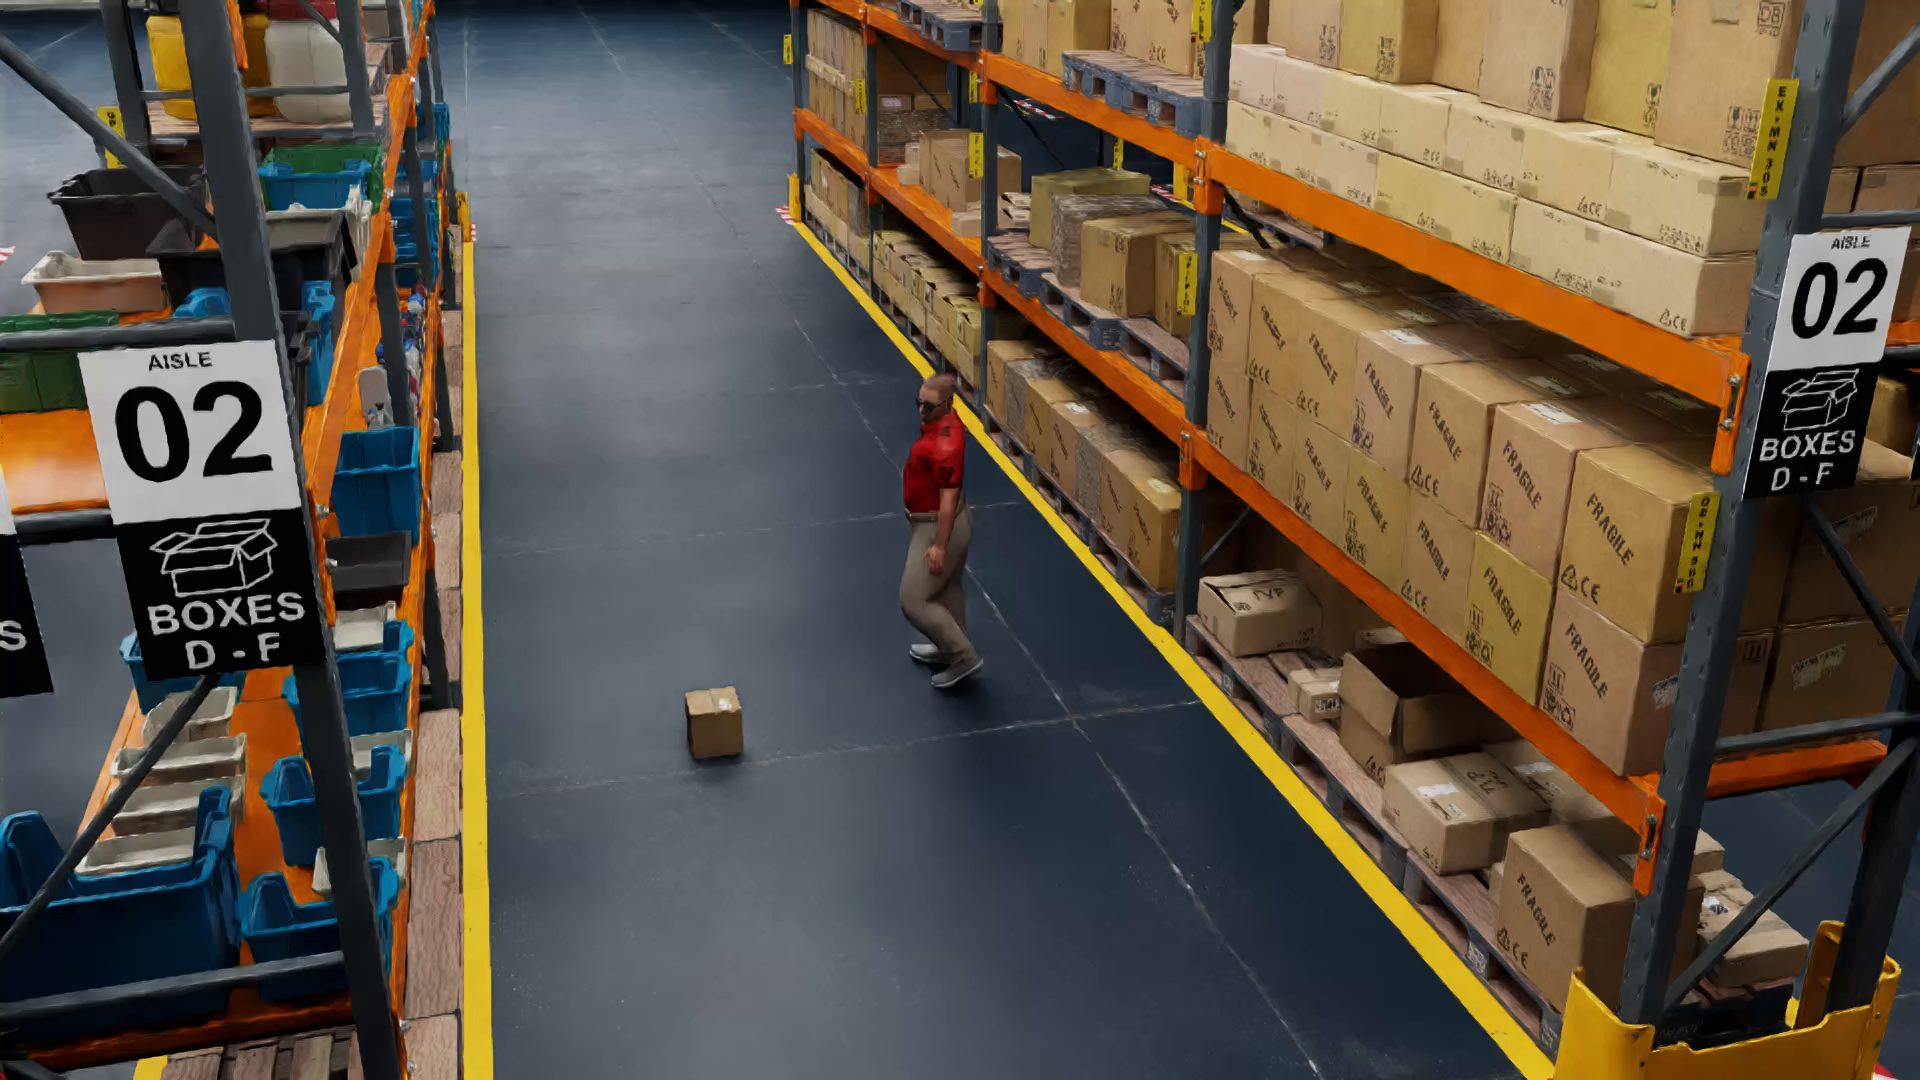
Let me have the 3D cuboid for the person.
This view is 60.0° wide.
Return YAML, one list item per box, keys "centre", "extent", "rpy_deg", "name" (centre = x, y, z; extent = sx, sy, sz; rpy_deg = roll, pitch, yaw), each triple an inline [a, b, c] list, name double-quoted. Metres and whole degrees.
- centre: [-0.079, -0.059, 8.720]
  extent: [0.444, 1.724, 0.597]
  rpy_deg: [2, 23, 4]
  name: "person"
